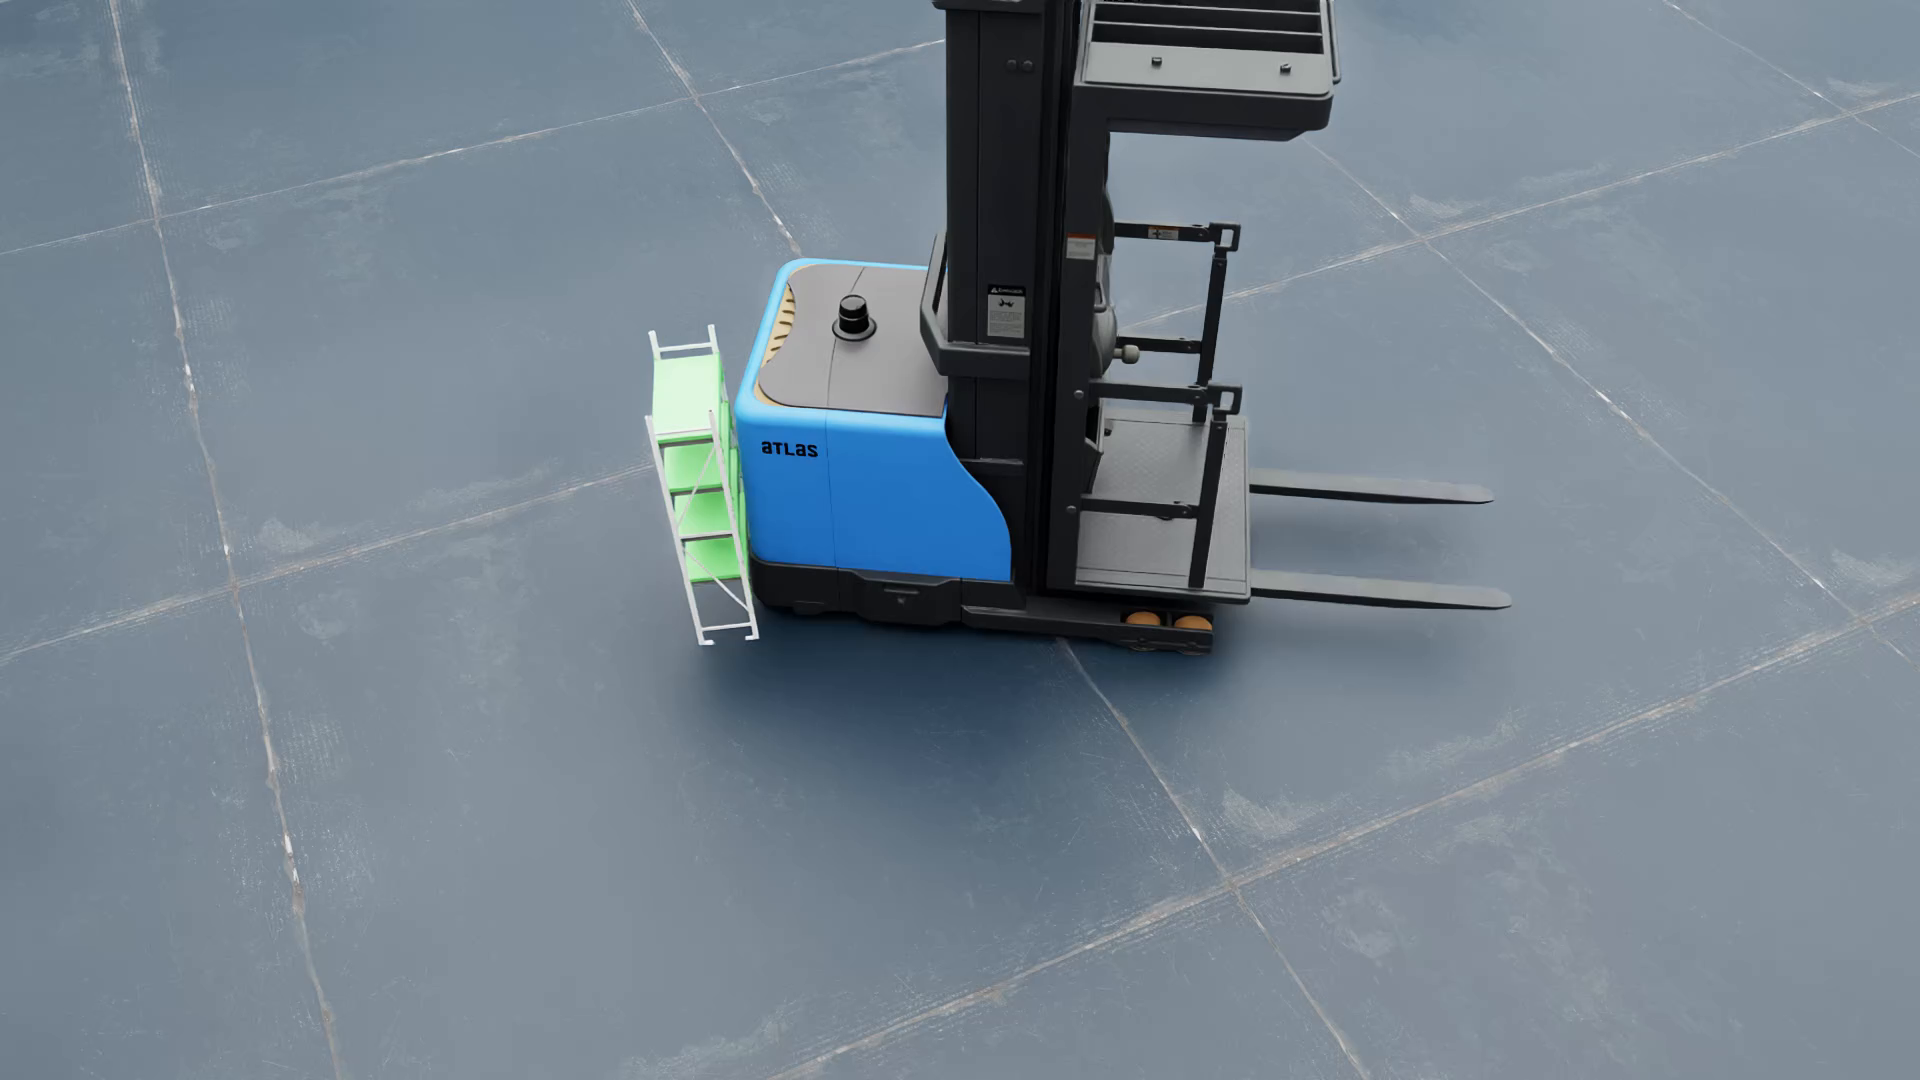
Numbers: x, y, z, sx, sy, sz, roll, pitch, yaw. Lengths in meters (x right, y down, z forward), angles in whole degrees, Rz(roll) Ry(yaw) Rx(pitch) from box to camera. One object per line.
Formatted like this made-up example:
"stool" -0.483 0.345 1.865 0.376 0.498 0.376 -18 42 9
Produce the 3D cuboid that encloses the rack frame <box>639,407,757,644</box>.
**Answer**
"rack frame" -0.974 -0.025 6.279 0.240 1.200 0.015 -7 45 -2

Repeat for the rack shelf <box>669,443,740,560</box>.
"rack shelf" -1.000 -0.150 6.497 0.258 0.148 0.480 -7 45 -2

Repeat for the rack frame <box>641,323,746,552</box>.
"rack frame" -1.034 -0.365 6.624 0.240 1.200 0.015 -7 45 -2

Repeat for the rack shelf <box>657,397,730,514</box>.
"rack shelf" -1.015 -0.320 6.327 0.258 0.148 0.480 -7 45 -2

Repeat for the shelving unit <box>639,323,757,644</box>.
"shelving unit" -1.004 -0.195 6.452 0.258 1.200 0.503 -7 45 -2

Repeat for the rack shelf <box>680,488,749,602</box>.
"rack shelf" -0.985 0.019 6.666 0.258 0.148 0.480 -7 45 -2

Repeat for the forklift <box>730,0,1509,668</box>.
"forklift" 0.697 -0.944 5.989 3.031 2.935 1.130 8 45 8

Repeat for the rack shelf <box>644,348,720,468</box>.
"rack shelf" -1.030 -0.489 6.158 0.258 0.148 0.480 -7 45 -2
